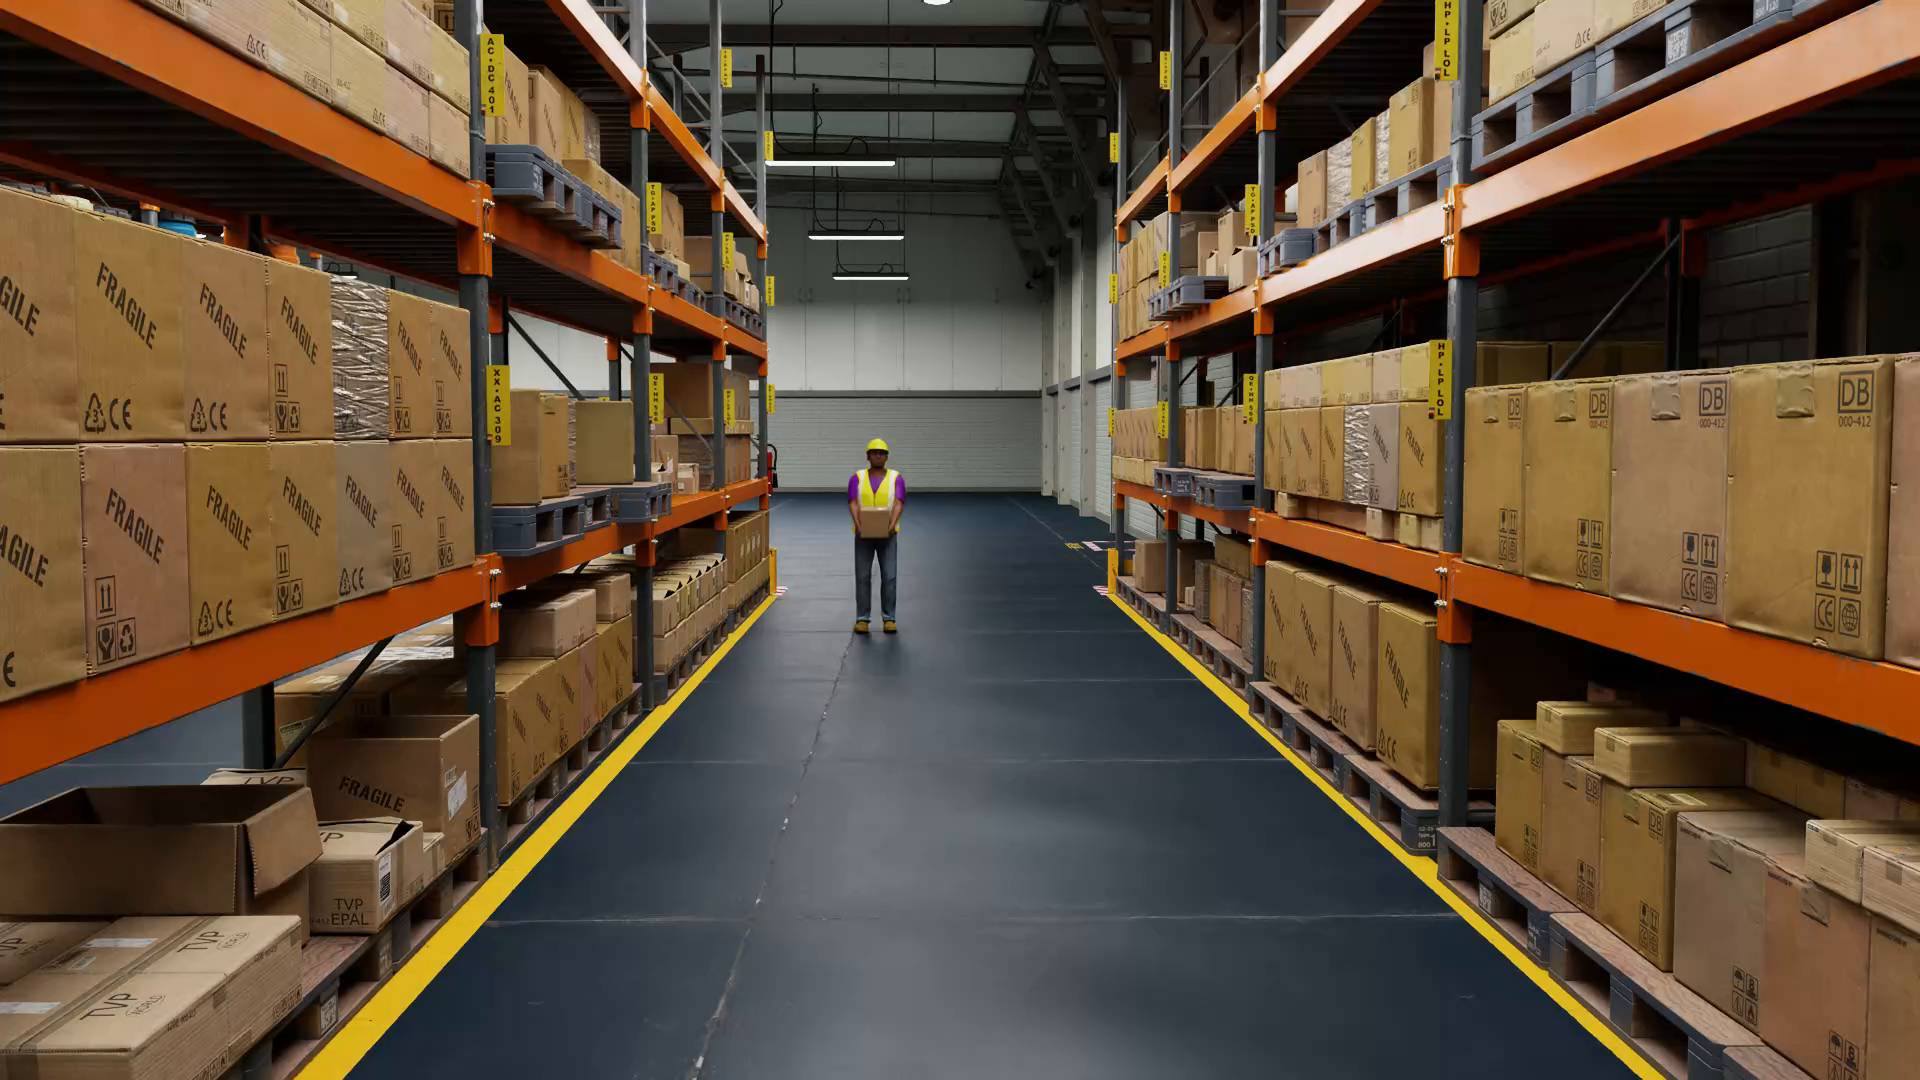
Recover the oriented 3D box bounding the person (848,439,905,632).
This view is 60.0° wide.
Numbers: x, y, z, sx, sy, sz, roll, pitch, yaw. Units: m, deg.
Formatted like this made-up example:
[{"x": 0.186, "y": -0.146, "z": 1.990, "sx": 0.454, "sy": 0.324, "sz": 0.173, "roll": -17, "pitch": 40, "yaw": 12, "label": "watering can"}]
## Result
[{"x": -0.762, "y": -0.038, "z": 15.155, "sx": 0.521, "sy": 1.766, "sz": 0.573, "roll": 0, "pitch": 4, "yaw": -2, "label": "person"}]
